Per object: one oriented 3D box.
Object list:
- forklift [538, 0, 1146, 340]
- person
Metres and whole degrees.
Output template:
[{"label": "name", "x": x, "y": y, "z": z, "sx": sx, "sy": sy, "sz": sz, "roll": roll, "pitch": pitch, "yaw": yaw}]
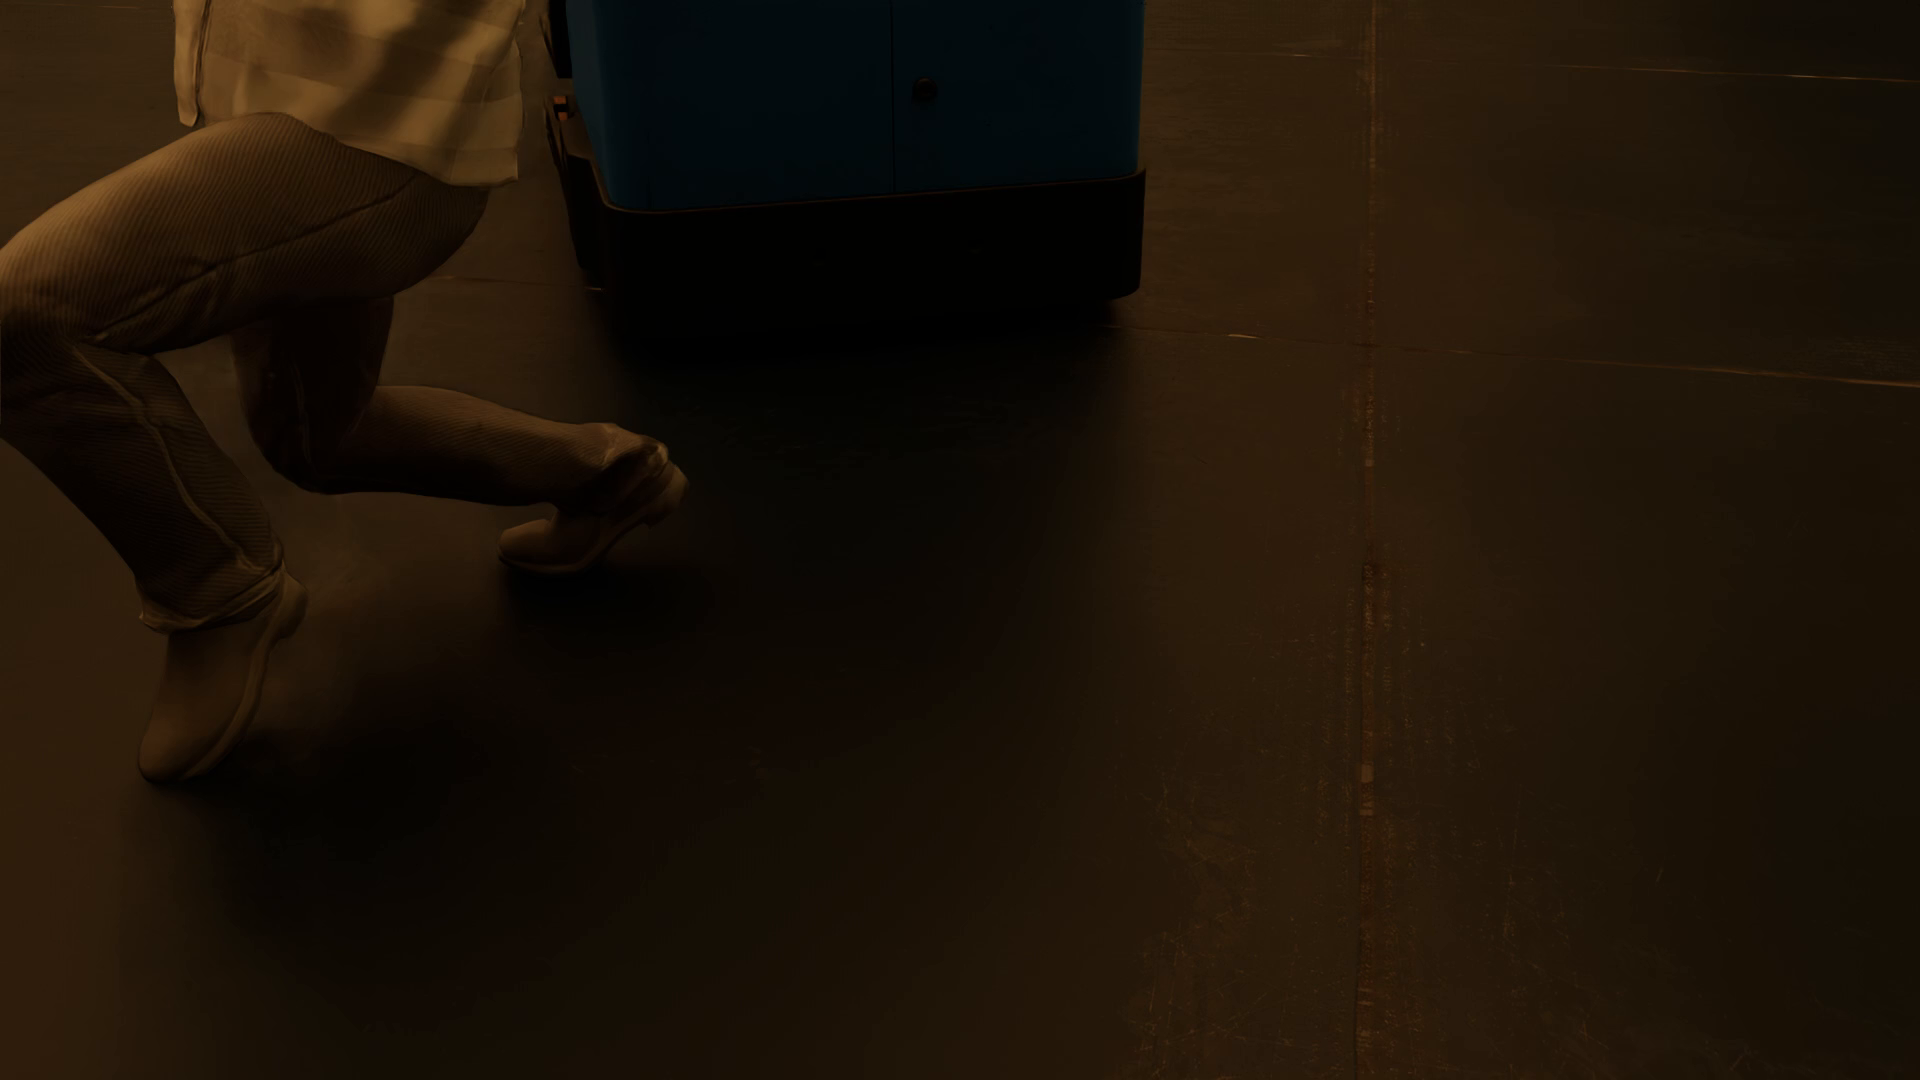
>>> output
[{"label": "forklift", "x": -0.524, "y": -2.323, "z": 3.850, "sx": 1.130, "sy": 2.935, "sz": 3.031, "roll": -7, "pitch": 28, "yaw": -14}, {"label": "person", "x": -0.567, "y": -0.426, "z": 1.742, "sx": 0.896, "sy": 1.494, "sz": 1.042, "roll": -22, "pitch": 34, "yaw": -37}]
